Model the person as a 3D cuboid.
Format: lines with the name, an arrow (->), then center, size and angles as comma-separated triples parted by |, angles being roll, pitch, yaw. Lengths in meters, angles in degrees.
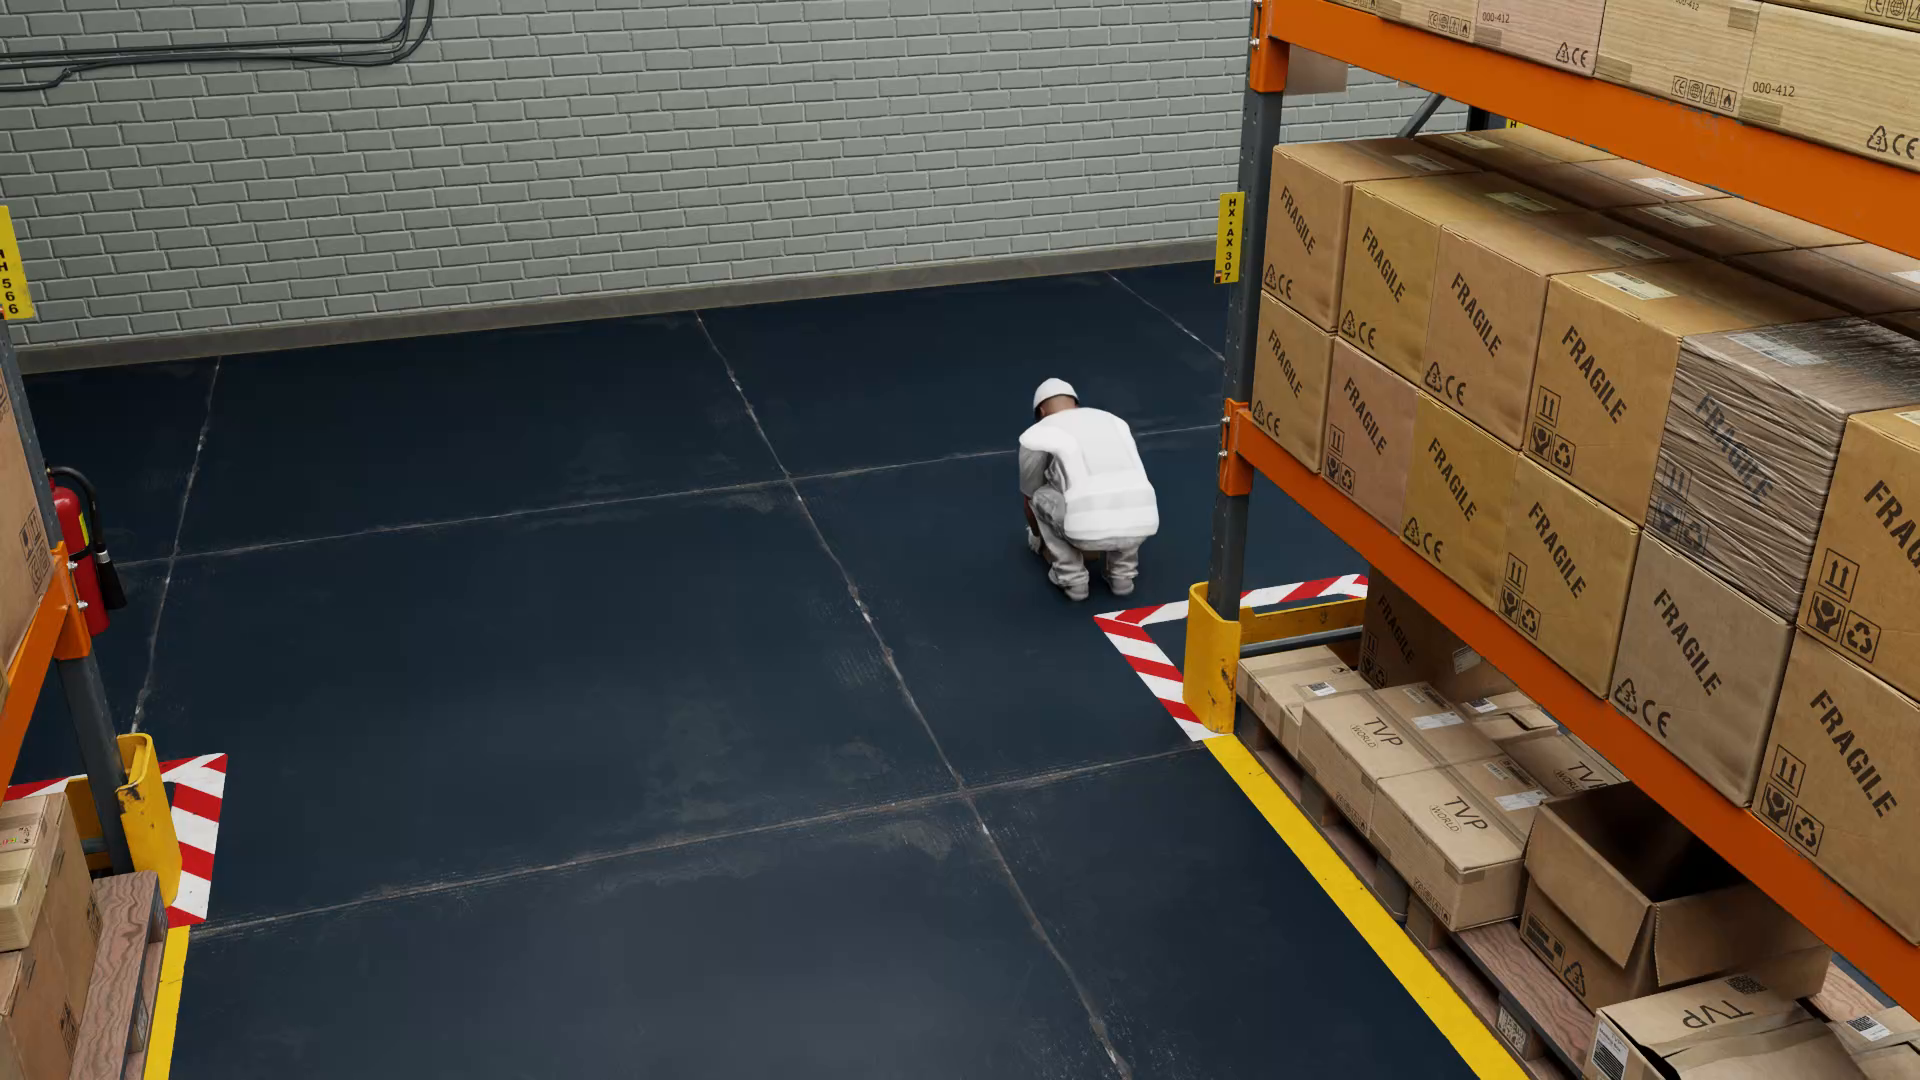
person -> 0.560, -0.196, 7.592 | 0.573, 0.897, 0.906 | -6, 27, -12
